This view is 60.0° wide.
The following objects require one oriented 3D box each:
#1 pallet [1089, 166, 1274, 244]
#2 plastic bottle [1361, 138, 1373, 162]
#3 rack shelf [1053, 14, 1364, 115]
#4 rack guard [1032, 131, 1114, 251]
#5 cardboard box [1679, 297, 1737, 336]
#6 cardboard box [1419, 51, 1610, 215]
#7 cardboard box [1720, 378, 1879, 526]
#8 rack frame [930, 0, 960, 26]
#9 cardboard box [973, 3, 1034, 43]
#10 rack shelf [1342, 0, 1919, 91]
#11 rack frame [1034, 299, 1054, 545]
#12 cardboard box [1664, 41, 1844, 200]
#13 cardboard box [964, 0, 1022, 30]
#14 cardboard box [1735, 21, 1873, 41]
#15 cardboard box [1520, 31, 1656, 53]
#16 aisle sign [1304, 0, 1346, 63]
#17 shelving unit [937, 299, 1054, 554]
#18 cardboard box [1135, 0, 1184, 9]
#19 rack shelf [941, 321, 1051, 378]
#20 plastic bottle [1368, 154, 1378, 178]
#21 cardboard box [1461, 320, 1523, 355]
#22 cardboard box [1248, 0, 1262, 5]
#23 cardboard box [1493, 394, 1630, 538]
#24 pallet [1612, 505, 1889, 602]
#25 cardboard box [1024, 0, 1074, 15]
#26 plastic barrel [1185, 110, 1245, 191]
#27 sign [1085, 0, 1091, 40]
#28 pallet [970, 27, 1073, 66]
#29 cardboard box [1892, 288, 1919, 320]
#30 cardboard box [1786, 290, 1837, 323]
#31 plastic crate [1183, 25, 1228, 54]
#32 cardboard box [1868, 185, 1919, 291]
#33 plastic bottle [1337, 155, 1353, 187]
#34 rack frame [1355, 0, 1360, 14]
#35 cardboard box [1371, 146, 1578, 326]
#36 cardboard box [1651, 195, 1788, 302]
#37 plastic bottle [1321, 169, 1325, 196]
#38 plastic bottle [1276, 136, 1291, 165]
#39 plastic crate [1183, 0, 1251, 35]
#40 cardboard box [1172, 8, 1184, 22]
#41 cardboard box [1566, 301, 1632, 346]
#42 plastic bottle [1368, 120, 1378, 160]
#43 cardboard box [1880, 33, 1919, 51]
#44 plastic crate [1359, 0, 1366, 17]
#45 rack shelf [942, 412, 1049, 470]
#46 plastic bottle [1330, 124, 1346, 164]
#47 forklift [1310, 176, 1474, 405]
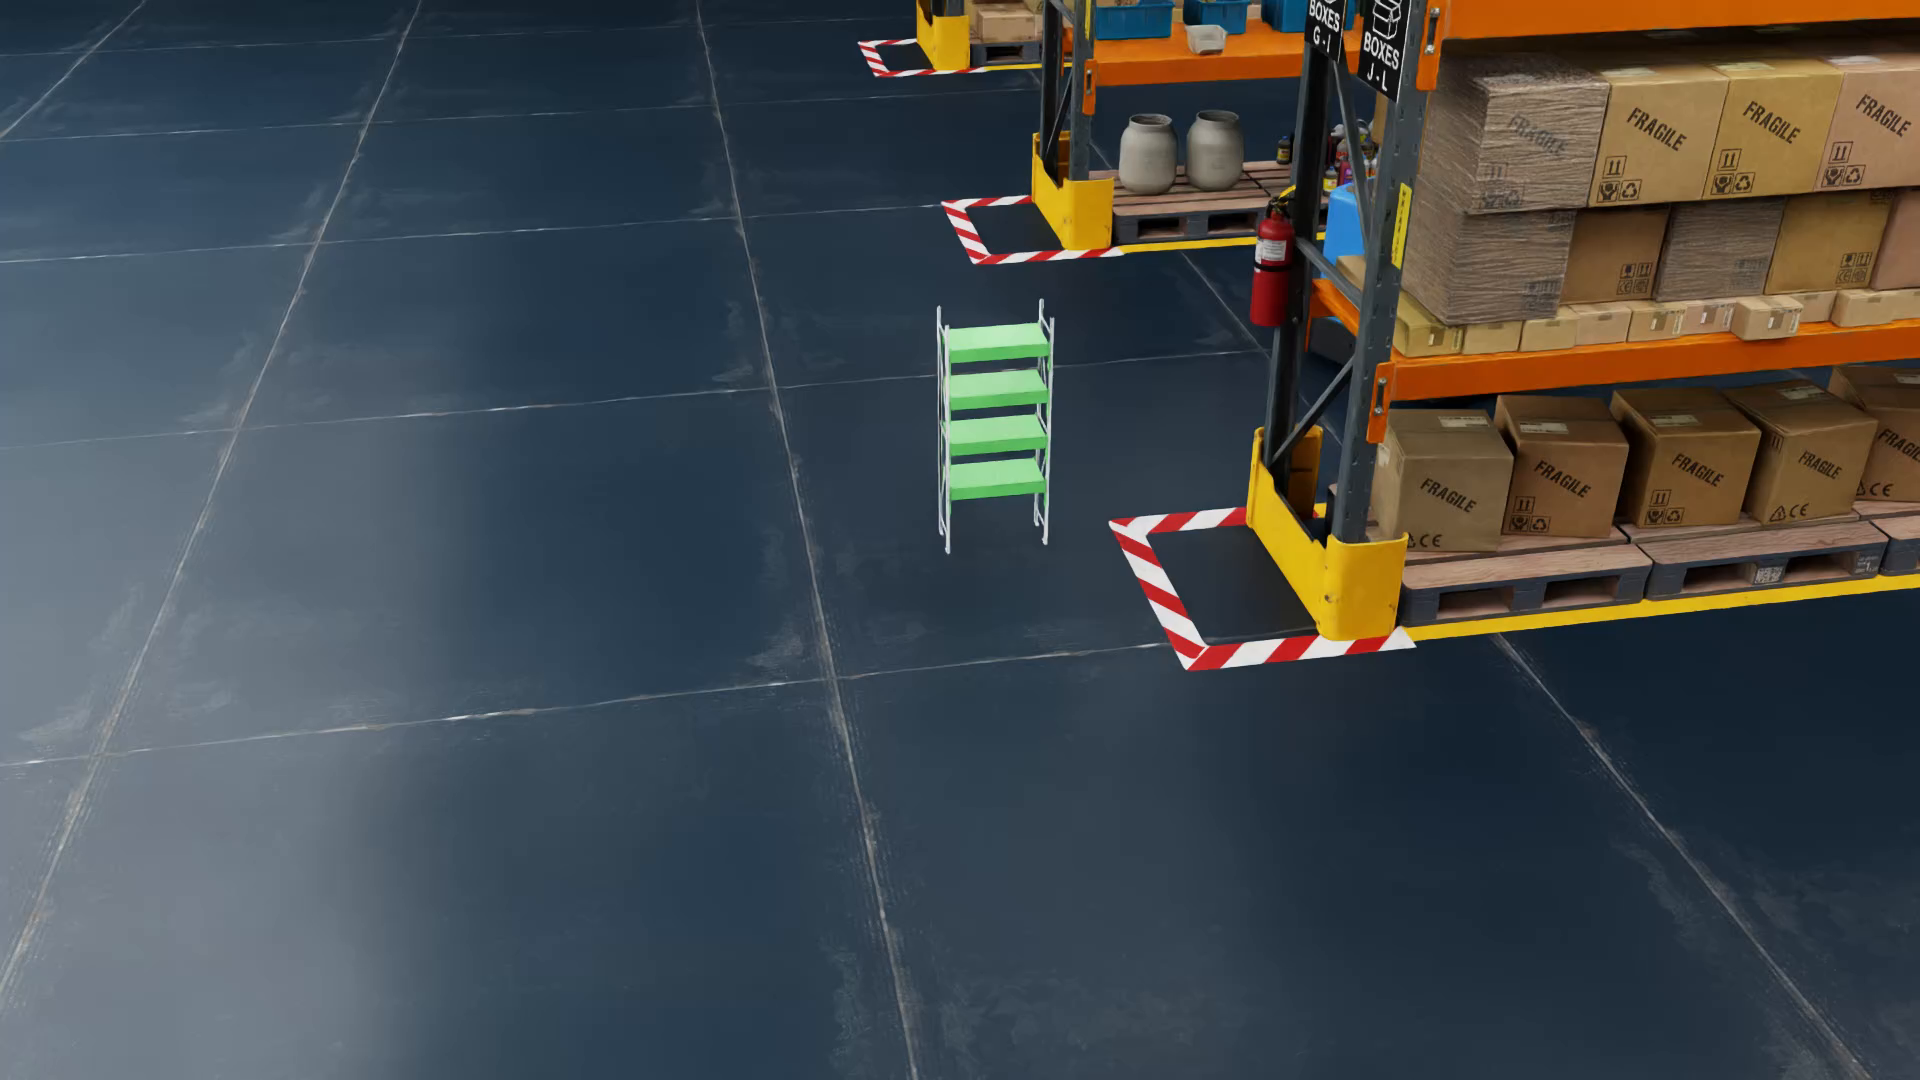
[{"bbox_3d":[1.608,-2.501,12.296,1.213,0.211,1.003,-5,31,-9],"label":"pallet"},{"bbox_3d":[3.086,-2.954,12.641,0.097,0.201,0.097,0,30,0],"label":"plastic bottle"},{"bbox_3d":[2.709,-3.474,11.909,4.000,0.370,1.077,-5,31,-9],"label":"rack shelf"},{"bbox_3d":[0.808,-2.555,12.101,0.348,0.500,1.175,-5,31,-9],"label":"rack guard"},{"bbox_3d":[3.186,-1.048,7.322,0.250,0.149,0.380,-5,31,-9],"label":"cardboard box"},{"bbox_3d":[2.224,-1.649,6.716,0.500,0.500,0.500,-5,31,-9],"label":"cardboard box"},{"bbox_3d":[4.009,-0.432,8.078,0.500,0.500,0.500,-8,31,-13],"label":"cardboard box"},{"bbox_3d":[-0.147,-6.072,15.617,0.127,3.000,1.000,-5,31,-9],"label":"rack frame"},{"bbox_3d":[0.421,-5.005,16.102,0.500,0.250,0.500,-5,31,-9],"label":"cardboard box"},{"bbox_3d":[3.601,-2.298,6.949,4.000,0.370,1.077,-5,31,-9],"label":"rack shelf"},{"bbox_3d":[0.403,-0.555,8.009,0.015,1.200,0.240,-5,31,-9],"label":"rack frame"},{"bbox_3d":[3.209,-1.737,6.867,0.500,0.500,0.500,-5,31,-9],"label":"cardboard box"},{"bbox_3d":[0.328,-5.264,16.541,0.500,0.250,0.500,-5,31,-9],"label":"cardboard box"},{"bbox_3d":[3.607,-2.042,7.386,0.500,0.500,0.500,-5,31,-9],"label":"cardboard box"},{"bbox_3d":[2.621,-1.956,7.239,0.500,0.500,0.500,-5,31,-9],"label":"cardboard box"},{"bbox_3d":[1.519,-2.397,6.802,0.004,0.787,0.394,-5,31,-9],"label":"aisle sign"},{"bbox_3d":[0.163,-0.532,7.972,0.503,1.200,0.258,-5,31,-9],"label":"shelving unit"},{"bbox_3d":[1.897,-5.464,16.142,0.500,0.500,0.500,-5,31,-9],"label":"cardboard box"},{"bbox_3d":[0.163,-0.891,7.761,0.480,0.148,0.258,-5,31,-9],"label":"rack shelf"},{"bbox_3d":[3.017,-2.666,12.082,0.097,0.271,0.097,0,30,0],"label":"plastic bottle"},{"bbox_3d":[2.207,-0.944,7.144,0.250,0.149,0.380,-5,31,-9],"label":"cardboard box"},{"bbox_3d":[2.877,-5.565,16.313,0.500,0.500,0.500,-5,31,-9],"label":"cardboard box"},{"bbox_3d":[2.833,-0.356,7.948,0.500,0.500,0.500,2,31,4],"label":"cardboard box"},{"bbox_3d":[3.712,-0.103,8.217,1.213,0.211,1.003,-5,31,-9],"label":"pallet"},{"bbox_3d":[0.912,-5.375,15.991,0.500,0.500,0.500,-5,31,-9],"label":"cardboard box"},{"bbox_3d":[1.868,-2.854,12.185,0.421,0.512,0.421,0,30,0],"label":"plastic barrel"},{"bbox_3d":[0.837,-3.446,10.879,0.005,0.325,0.100,-5,31,-9],"label":"sign"},{"bbox_3d":[0.598,-4.960,16.478,1.213,0.211,1.003,-5,31,-9],"label":"pallet"},{"bbox_3d":[4.172,-1.133,7.466,0.250,0.149,0.380,-5,31,-9],"label":"cardboard box"},{"bbox_3d":[3.672,-1.109,7.424,0.250,0.149,0.380,-5,31,-9],"label":"cardboard box"},{"bbox_3d":[1.680,-3.409,11.349,0.250,0.136,0.298,-5,31,-9],"label":"plastic crate"},{"bbox_3d":[4.143,-1.534,7.508,0.500,0.500,0.875,-5,31,-9],"label":"cardboard box"},{"bbox_3d":[2.807,-2.642,12.030,0.133,0.283,0.061,-5,31,-8],"label":"plastic bottle"},{"bbox_3d":[3.788,-6.437,16.238,0.127,3.000,1.000,-5,31,-9],"label":"rack frame"},{"bbox_3d":[2.180,-1.340,7.178,0.500,0.500,0.875,-5,31,-9],"label":"cardboard box"},{"bbox_3d":[3.150,-1.470,7.398,0.500,0.500,0.875,-5,31,-9],"label":"cardboard box"},{"bbox_3d":[2.581,-2.625,12.013,0.097,0.271,0.097,0,30,0],"label":"plastic bottle"},{"bbox_3d":[2.469,-2.971,12.671,0.097,0.201,0.097,0,30,0],"label":"plastic bottle"},{"bbox_3d":[1.820,-3.789,11.881,0.408,0.251,0.499,-5,31,-9],"label":"plastic crate"},{"bbox_3d":[1.897,-5.142,16.333,0.500,0.250,0.500,-5,31,-9],"label":"cardboard box"},{"bbox_3d":[2.697,-0.993,7.227,0.250,0.149,0.380,-5,31,-9],"label":"cardboard box"},{"bbox_3d":[3.204,-3.092,12.728,0.185,0.351,0.144,-6,31,-9],"label":"plastic bottle"},{"bbox_3d":[4.192,-1.830,7.024,0.500,0.500,0.500,-5,31,-9],"label":"cardboard box"},{"bbox_3d":[3.290,-3.892,12.119,0.662,0.188,0.450,-5,31,-9],"label":"plastic crate"},{"bbox_3d":[0.163,-0.477,8.004,0.480,0.148,0.258,-5,31,-9],"label":"rack shelf"},{"bbox_3d":[2.859,-3.025,12.689,0.135,0.276,0.152,-6,31,-10],"label":"plastic bottle"},{"bbox_3d":[3.609,-2.619,9.812,3.031,2.935,1.130,-21,36,-31],"label":"forklift"}]
